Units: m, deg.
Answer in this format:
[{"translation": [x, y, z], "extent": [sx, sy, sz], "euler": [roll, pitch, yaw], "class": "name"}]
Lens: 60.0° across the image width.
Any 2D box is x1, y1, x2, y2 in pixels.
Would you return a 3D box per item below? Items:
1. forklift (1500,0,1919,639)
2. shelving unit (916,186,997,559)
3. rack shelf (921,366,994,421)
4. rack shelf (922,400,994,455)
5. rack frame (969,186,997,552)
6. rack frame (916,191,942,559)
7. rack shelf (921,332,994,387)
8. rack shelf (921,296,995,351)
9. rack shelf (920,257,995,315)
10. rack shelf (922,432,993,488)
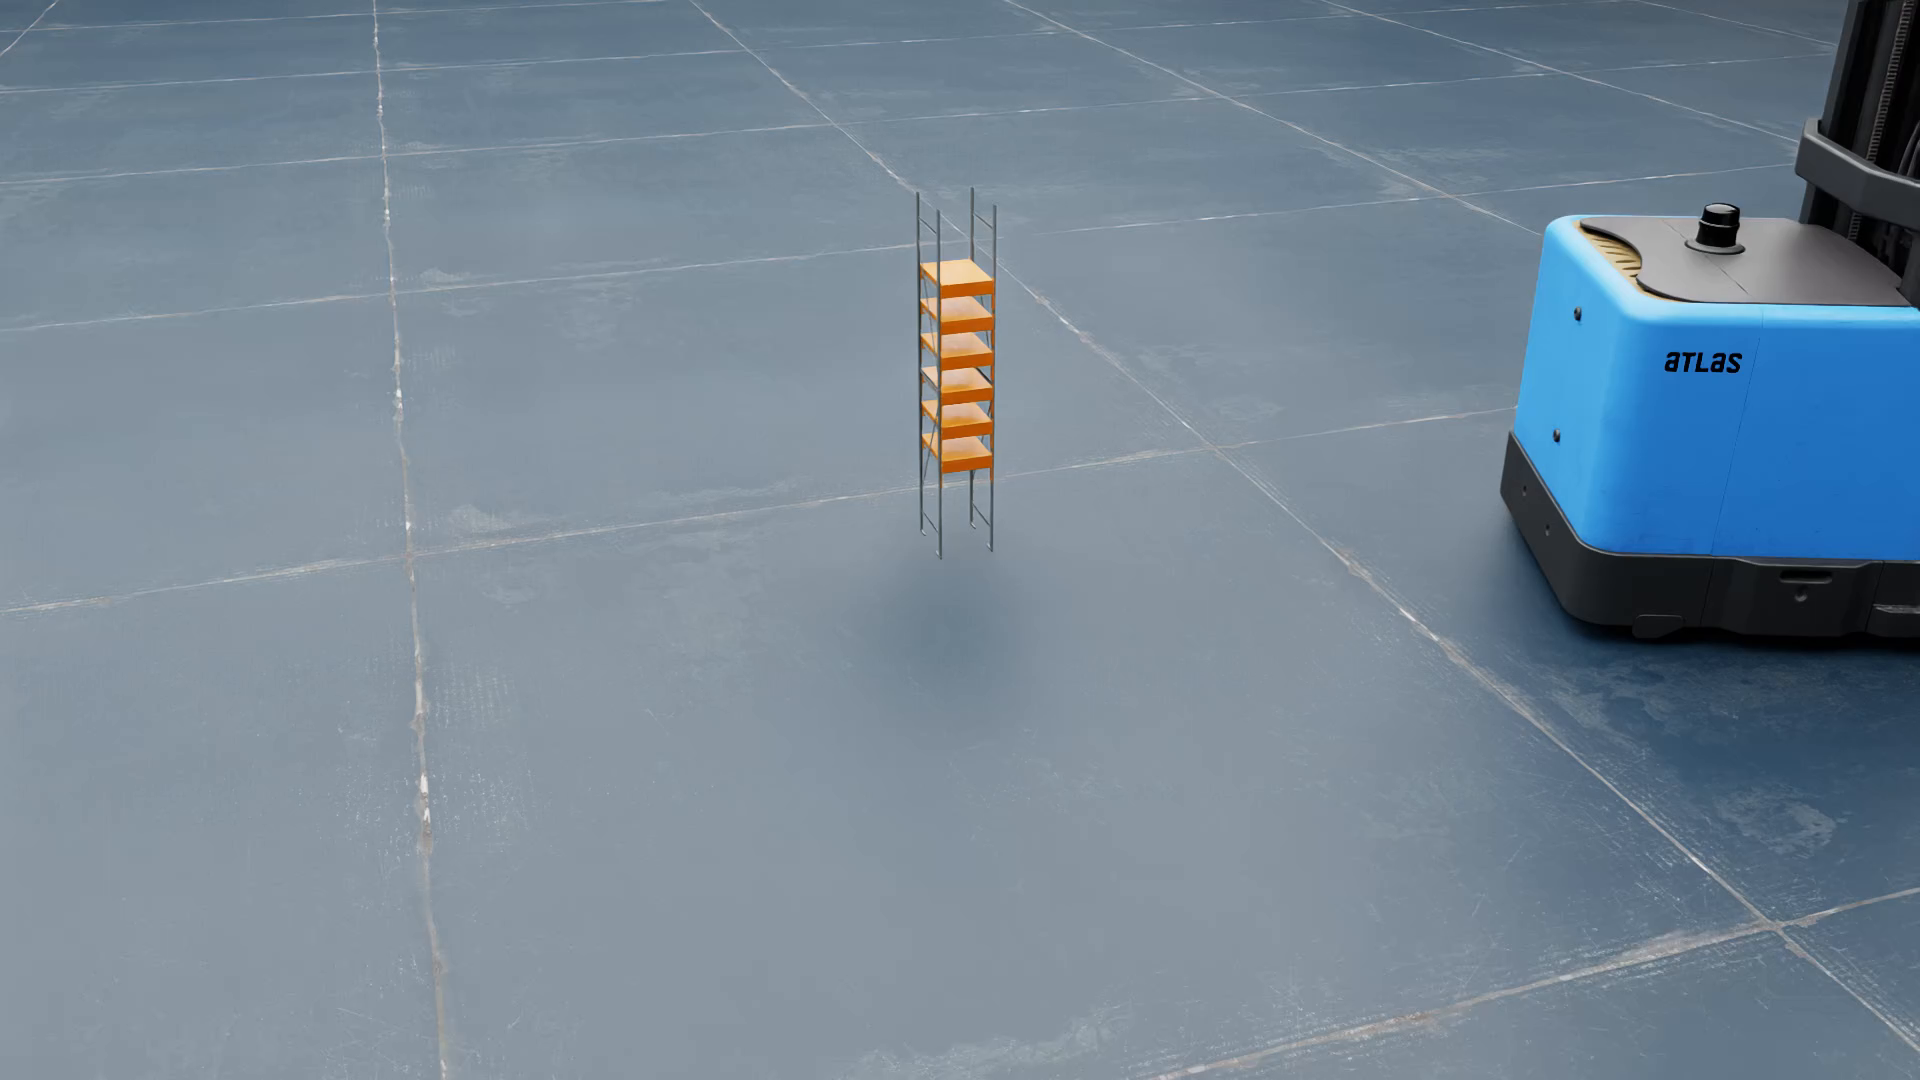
[{"translation": [3.410, -1.185, 4.842], "extent": [3.031, 2.935, 1.130], "euler": [1, 26, 3], "class": "forklift"}, {"translation": [-0.014, -0.535, 5.479], "extent": [0.189, 1.200, 0.258], "euler": [-8, 28, -16], "class": "shelving unit"}, {"translation": [-0.014, -0.496, 5.499], "extent": [0.180, 0.103, 0.258], "euler": [-8, 28, -16], "class": "rack shelf"}, {"translation": [-0.014, -0.388, 5.552], "extent": [0.180, 0.103, 0.258], "euler": [-8, 28, -16], "class": "rack shelf"}, {"translation": [0.073, -0.548, 5.505], "extent": [0.006, 1.200, 0.240], "euler": [-8, 28, -16], "class": "rack frame"}, {"translation": [-0.101, -0.523, 5.454], "extent": [0.006, 1.200, 0.240], "euler": [-8, 28, -16], "class": "rack frame"}, {"translation": [-0.014, -0.603, 5.446], "extent": [0.180, 0.103, 0.258], "euler": [-8, 28, -16], "class": "rack shelf"}, {"translation": [-0.014, -0.711, 5.392], "extent": [0.180, 0.103, 0.258], "euler": [-8, 28, -16], "class": "rack shelf"}, {"translation": [-0.014, -0.818, 5.339], "extent": [0.180, 0.103, 0.258], "euler": [-8, 28, -16], "class": "rack shelf"}, {"translation": [-0.014, -0.281, 5.606], "extent": [0.180, 0.103, 0.258], "euler": [-8, 28, -16], "class": "rack shelf"}]
